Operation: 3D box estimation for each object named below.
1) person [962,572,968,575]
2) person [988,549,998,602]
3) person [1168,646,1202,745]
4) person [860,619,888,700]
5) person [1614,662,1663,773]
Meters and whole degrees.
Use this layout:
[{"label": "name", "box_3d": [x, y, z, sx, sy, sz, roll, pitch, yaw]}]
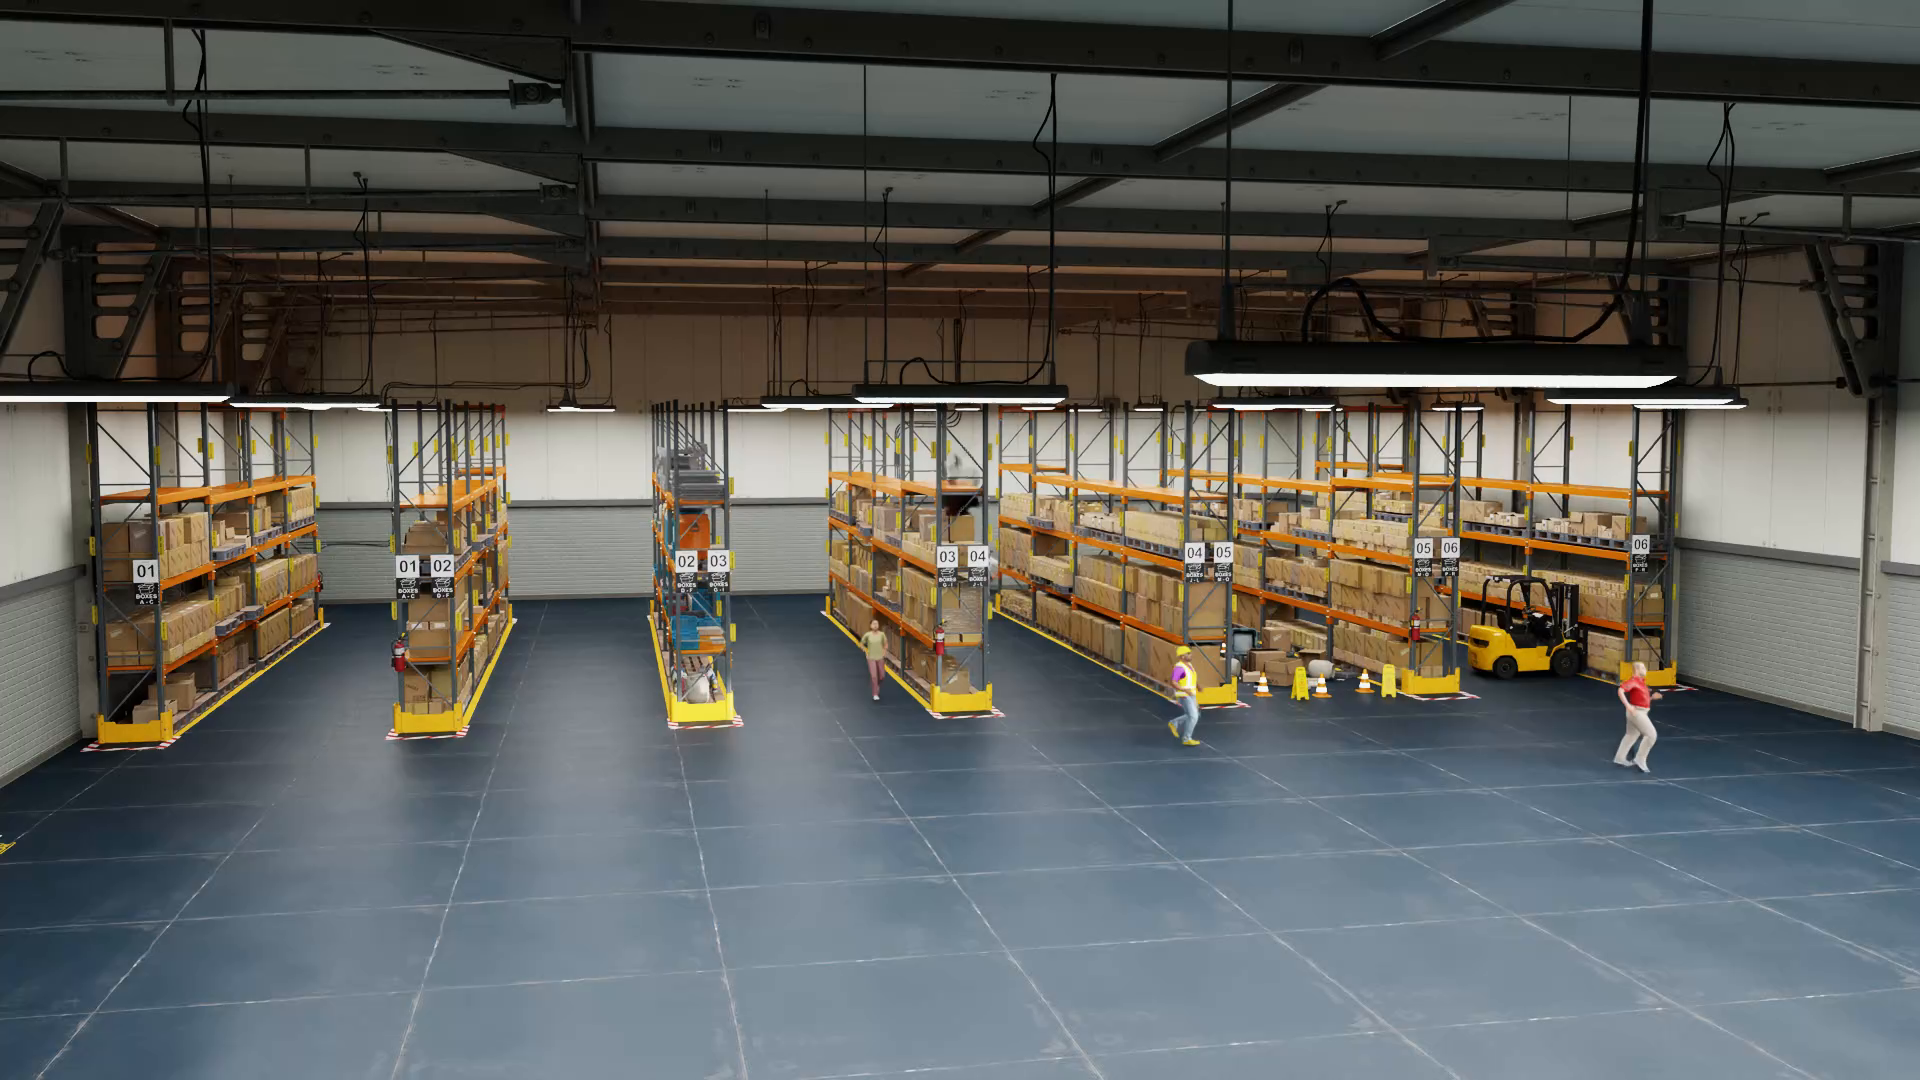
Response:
[{"label": "person", "box_3d": [0.146, 1.208, 49.329, 0.788, 1.613, 0.556, 3, 5, 38]}, {"label": "person", "box_3d": [0.790, 1.145, 49.406, 0.764, 1.812, 0.742, -3, 5, -37]}, {"label": "person", "box_3d": [3.873, 2.690, 28.838, 0.625, 1.718, 0.700, 2, 5, 27]}, {"label": "person", "box_3d": [-1.724, 2.386, 33.494, 0.580, 1.619, 0.609, -1, 4, -13]}, {"label": "person", "box_3d": [10.934, 2.853, 26.798, 0.707, 1.780, 0.645, 2, 5, 24]}]
